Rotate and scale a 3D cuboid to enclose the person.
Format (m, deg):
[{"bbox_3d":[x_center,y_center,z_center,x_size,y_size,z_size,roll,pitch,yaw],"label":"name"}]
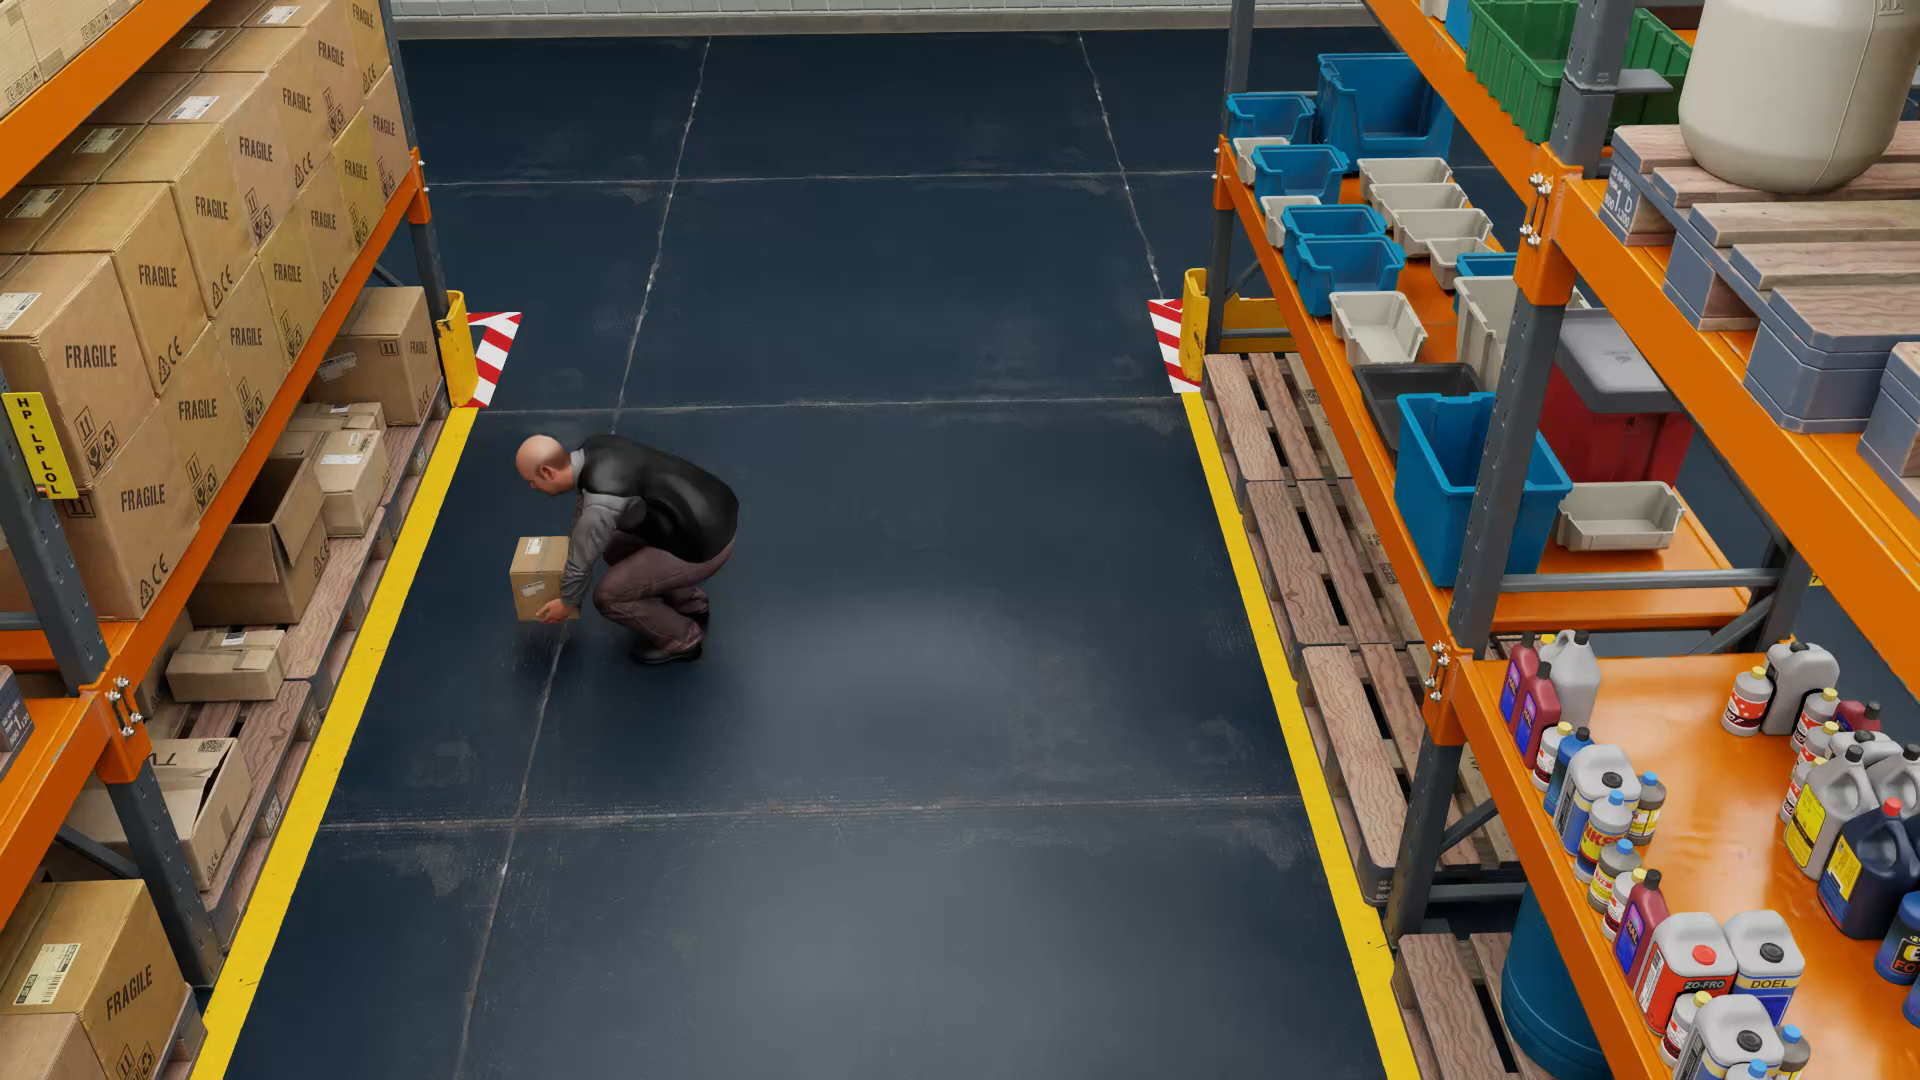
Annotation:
[{"bbox_3d":[-1.323,0.008,6.751,0.848,1.043,0.550,-2,35,-2],"label":"person"}]
